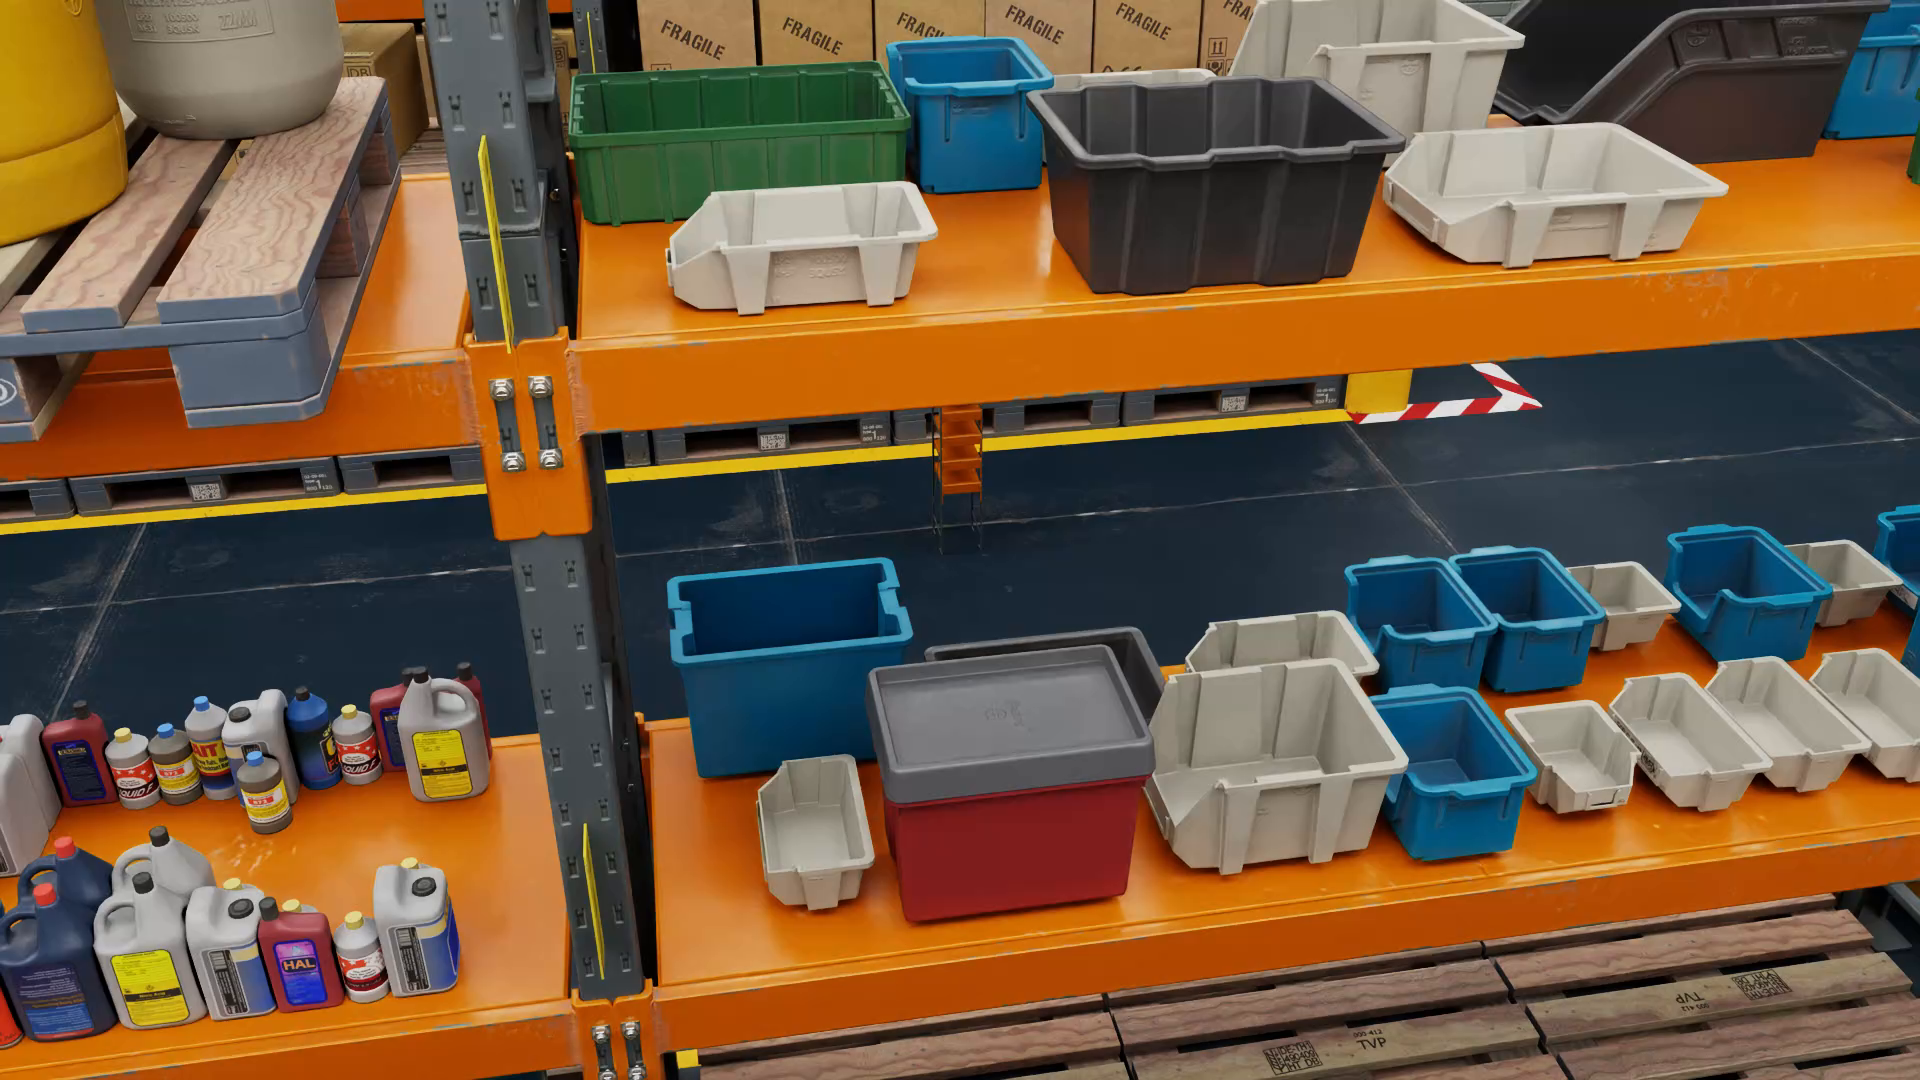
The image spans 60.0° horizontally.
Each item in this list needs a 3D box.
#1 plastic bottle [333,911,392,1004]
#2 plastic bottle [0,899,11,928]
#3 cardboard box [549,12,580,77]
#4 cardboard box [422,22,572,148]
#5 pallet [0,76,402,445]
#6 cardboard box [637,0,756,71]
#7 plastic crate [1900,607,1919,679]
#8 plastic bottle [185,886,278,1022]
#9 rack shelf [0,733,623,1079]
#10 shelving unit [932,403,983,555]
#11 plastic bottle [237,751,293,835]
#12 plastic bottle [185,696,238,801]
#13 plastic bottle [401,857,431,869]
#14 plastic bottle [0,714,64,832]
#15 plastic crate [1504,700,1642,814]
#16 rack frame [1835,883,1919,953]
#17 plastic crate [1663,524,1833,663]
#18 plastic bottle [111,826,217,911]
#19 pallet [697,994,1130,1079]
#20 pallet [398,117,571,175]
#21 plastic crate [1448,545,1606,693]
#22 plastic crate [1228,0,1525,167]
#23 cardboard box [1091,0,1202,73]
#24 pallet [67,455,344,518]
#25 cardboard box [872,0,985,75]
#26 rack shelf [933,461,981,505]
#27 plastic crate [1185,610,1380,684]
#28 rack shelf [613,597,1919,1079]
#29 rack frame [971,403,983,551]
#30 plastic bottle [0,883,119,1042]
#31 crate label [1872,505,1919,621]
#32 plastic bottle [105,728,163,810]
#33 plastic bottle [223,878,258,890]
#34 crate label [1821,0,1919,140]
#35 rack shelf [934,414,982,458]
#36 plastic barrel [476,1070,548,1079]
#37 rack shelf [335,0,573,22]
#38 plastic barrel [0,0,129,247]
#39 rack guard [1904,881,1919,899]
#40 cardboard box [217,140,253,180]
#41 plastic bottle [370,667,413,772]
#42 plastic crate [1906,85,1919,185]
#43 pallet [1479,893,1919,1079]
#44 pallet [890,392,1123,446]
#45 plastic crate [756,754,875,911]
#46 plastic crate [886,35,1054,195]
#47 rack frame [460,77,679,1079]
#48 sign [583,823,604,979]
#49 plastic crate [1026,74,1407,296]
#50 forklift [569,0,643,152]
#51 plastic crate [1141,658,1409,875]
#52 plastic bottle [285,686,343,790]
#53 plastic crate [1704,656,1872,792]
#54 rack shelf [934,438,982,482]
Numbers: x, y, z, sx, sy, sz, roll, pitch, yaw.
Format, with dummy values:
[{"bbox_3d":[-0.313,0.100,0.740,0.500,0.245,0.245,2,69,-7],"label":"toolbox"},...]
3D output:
[{"bbox_3d":[-1.261,0.870,3.507,0.097,0.201,0.097,0,30,0],"label":"plastic bottle"},{"bbox_3d":[-2.048,0.835,3.498,0.097,0.271,0.097,0,30,0],"label":"plastic bottle"},{"bbox_3d":[-3.223,-3.507,12.461,0.750,0.750,0.750,-5,31,-8],"label":"cardboard box"},{"bbox_3d":[-2.217,-2.199,8.018,0.500,0.500,0.700,-16,34,-25],"label":"cardboard box"},{"bbox_3d":[-1.576,-0.528,2.916,1.003,0.211,1.213,-5,31,-9],"label":"pallet"},{"bbox_3d":[-1.197,-2.284,7.590,0.500,0.500,0.500,-5,31,-8],"label":"cardboard box"},{"bbox_3d":[2.817,0.280,4.220,0.499,0.435,0.616,-5,31,-9],"label":"plastic crate"},{"bbox_3d":[-1.511,0.847,3.473,0.135,0.276,0.152,-5,31,-9],"label":"plastic bottle"},{"bbox_3d":[-2.790,1.056,3.705,4.000,0.370,1.077,-5,31,-9],"label":"rack shelf"},{"bbox_3d":[-0.014,-0.516,7.444,0.189,1.200,0.258,-5,31,-9],"label":"shelving unit"},{"bbox_3d":[-1.665,0.595,3.975,0.097,0.201,0.097,0,30,0],"label":"plastic bottle"},{"bbox_3d":[-1.825,0.501,4.065,0.097,0.271,0.097,0,30,0],"label":"plastic bottle"},{"bbox_3d":[-1.193,0.785,3.651,0.097,0.201,0.097,0,30,0],"label":"plastic bottle"},{"bbox_3d":[-2.257,0.553,3.972,0.135,0.276,0.152,-5,31,-9],"label":"plastic bottle"},{"bbox_3d":[1.498,0.544,4.067,0.250,0.136,0.298,-5,31,-9],"label":"plastic crate"},{"bbox_3d":[3.112,0.198,4.454,0.127,3.000,1.000,-5,31,-9],"label":"rack frame"},{"bbox_3d":[2.163,0.163,4.620,0.300,0.233,0.416,-5,31,-9],"label":"plastic crate"},{"bbox_3d":[-1.694,0.759,3.548,0.185,0.351,0.144,-5,31,-9],"label":"plastic bottle"},{"bbox_3d":[-0.106,1.679,4.687,1.213,0.211,1.003,-5,31,-9],"label":"pallet"},{"bbox_3d":[-2.517,-1.806,8.051,1.213,0.211,1.003,-5,31,-9],"label":"pallet"},{"bbox_3d":[1.515,0.223,4.518,0.300,0.233,0.416,-5,31,-9],"label":"plastic crate"},{"bbox_3d":[0.877,-0.996,3.641,0.530,0.282,0.437,-5,31,-9],"label":"plastic crate"},{"bbox_3d":[0.830,-2.472,7.910,0.500,0.500,0.500,-4,31,-8],"label":"cardboard box"},{"bbox_3d":[-3.707,-0.499,8.390,1.213,0.211,1.003,-5,31,-9],"label":"pallet"},{"bbox_3d":[-0.184,-2.378,7.749,0.500,0.500,0.500,-6,31,-10],"label":"cardboard box"},{"bbox_3d":[-0.014,-0.271,7.588,0.180,0.103,0.258,-5,31,-9],"label":"rack shelf"},{"bbox_3d":[0.836,0.342,4.410,0.466,0.136,0.293,-5,31,-9],"label":"plastic crate"},{"bbox_3d":[1.145,0.691,4.326,4.000,0.370,1.077,-5,31,-9],"label":"rack shelf"},{"bbox_3d":[0.076,-0.524,7.458,0.006,1.200,0.240,-5,31,-9],"label":"rack frame"},{"bbox_3d":[-1.849,0.848,3.397,0.185,0.351,0.144,-5,31,-9],"label":"plastic bottle"},{"bbox_3d":[2.810,0.103,4.722,0.303,0.233,0.416,-5,31,-9],"label":"crate label"},{"bbox_3d":[-2.017,0.549,4.053,0.097,0.201,0.097,0,30,0],"label":"plastic bottle"},{"bbox_3d":[-1.552,0.819,3.594,0.097,0.201,0.097,0,30,0],"label":"plastic bottle"},{"bbox_3d":[2.147,-1.108,3.862,0.502,0.251,0.408,-5,31,-9],"label":"crate label"},{"bbox_3d":[-0.014,-0.478,7.466,0.180,0.103,0.258,-5,31,-9],"label":"rack shelf"},{"bbox_3d":[-1.361,1.328,4.189,0.708,0.901,0.600,-5,31,-9],"label":"plastic barrel"},{"bbox_3d":[-4.574,-3.884,12.105,4.000,0.370,1.077,-5,31,-9],"label":"rack shelf"},{"bbox_3d":[-1.684,-0.808,2.605,0.600,0.588,0.600,0,30,0],"label":"plastic barrel"},{"bbox_3d":[3.134,1.267,5.102,0.348,0.500,1.175,-5,31,-9],"label":"rack guard"},{"bbox_3d":[-3.438,-1.939,7.575,0.500,0.500,0.700,-13,33,-21],"label":"cardboard box"},{"bbox_3d":[-1.391,0.446,4.147,0.133,0.283,0.061,-5,31,-9],"label":"plastic bottle"},{"bbox_3d":[2.193,-0.771,3.352,0.336,0.188,0.450,-5,31,-9],"label":"plastic crate"},{"bbox_3d":[2.294,1.456,5.066,1.213,0.211,1.003,-5,31,-9],"label":"pallet"},{"bbox_3d":[0.167,-0.880,9.039,1.213,0.211,1.003,-5,31,-9],"label":"pallet"},{"bbox_3d":[-0.339,0.680,3.836,0.243,0.136,0.396,-5,31,-9],"label":"plastic crate"},{"bbox_3d":[0.016,-0.900,3.527,0.300,0.233,0.416,-5,31,-9],"label":"plastic crate"},{"bbox_3d":[-0.822,0.563,3.833,0.127,3.000,1.000,-5,31,-9],"label":"rack frame"},{"bbox_3d":[-0.725,0.718,3.296,0.005,0.325,0.100,-5,31,-9],"label":"sign"},{"bbox_3d":[0.449,-0.650,3.066,0.590,0.269,0.497,-5,31,-9],"label":"plastic crate"},{"bbox_3d":[-2.173,-2.802,9.623,3.031,2.935,1.130,-3,31,-6],"label":"forklift"},{"bbox_3d":[0.713,0.541,3.929,0.530,0.282,0.437,-5,31,-9],"label":"plastic crate"},{"bbox_3d":[-1.597,0.480,4.101,0.097,0.271,0.097,0,30,0],"label":"plastic bottle"},{"bbox_3d":[2.055,0.470,4.193,0.243,0.136,0.396,-5,31,-9],"label":"plastic crate"},{"bbox_3d":[-0.014,-0.374,7.527,0.180,0.103,0.258,-5,31,-9],"label":"rack shelf"}]
